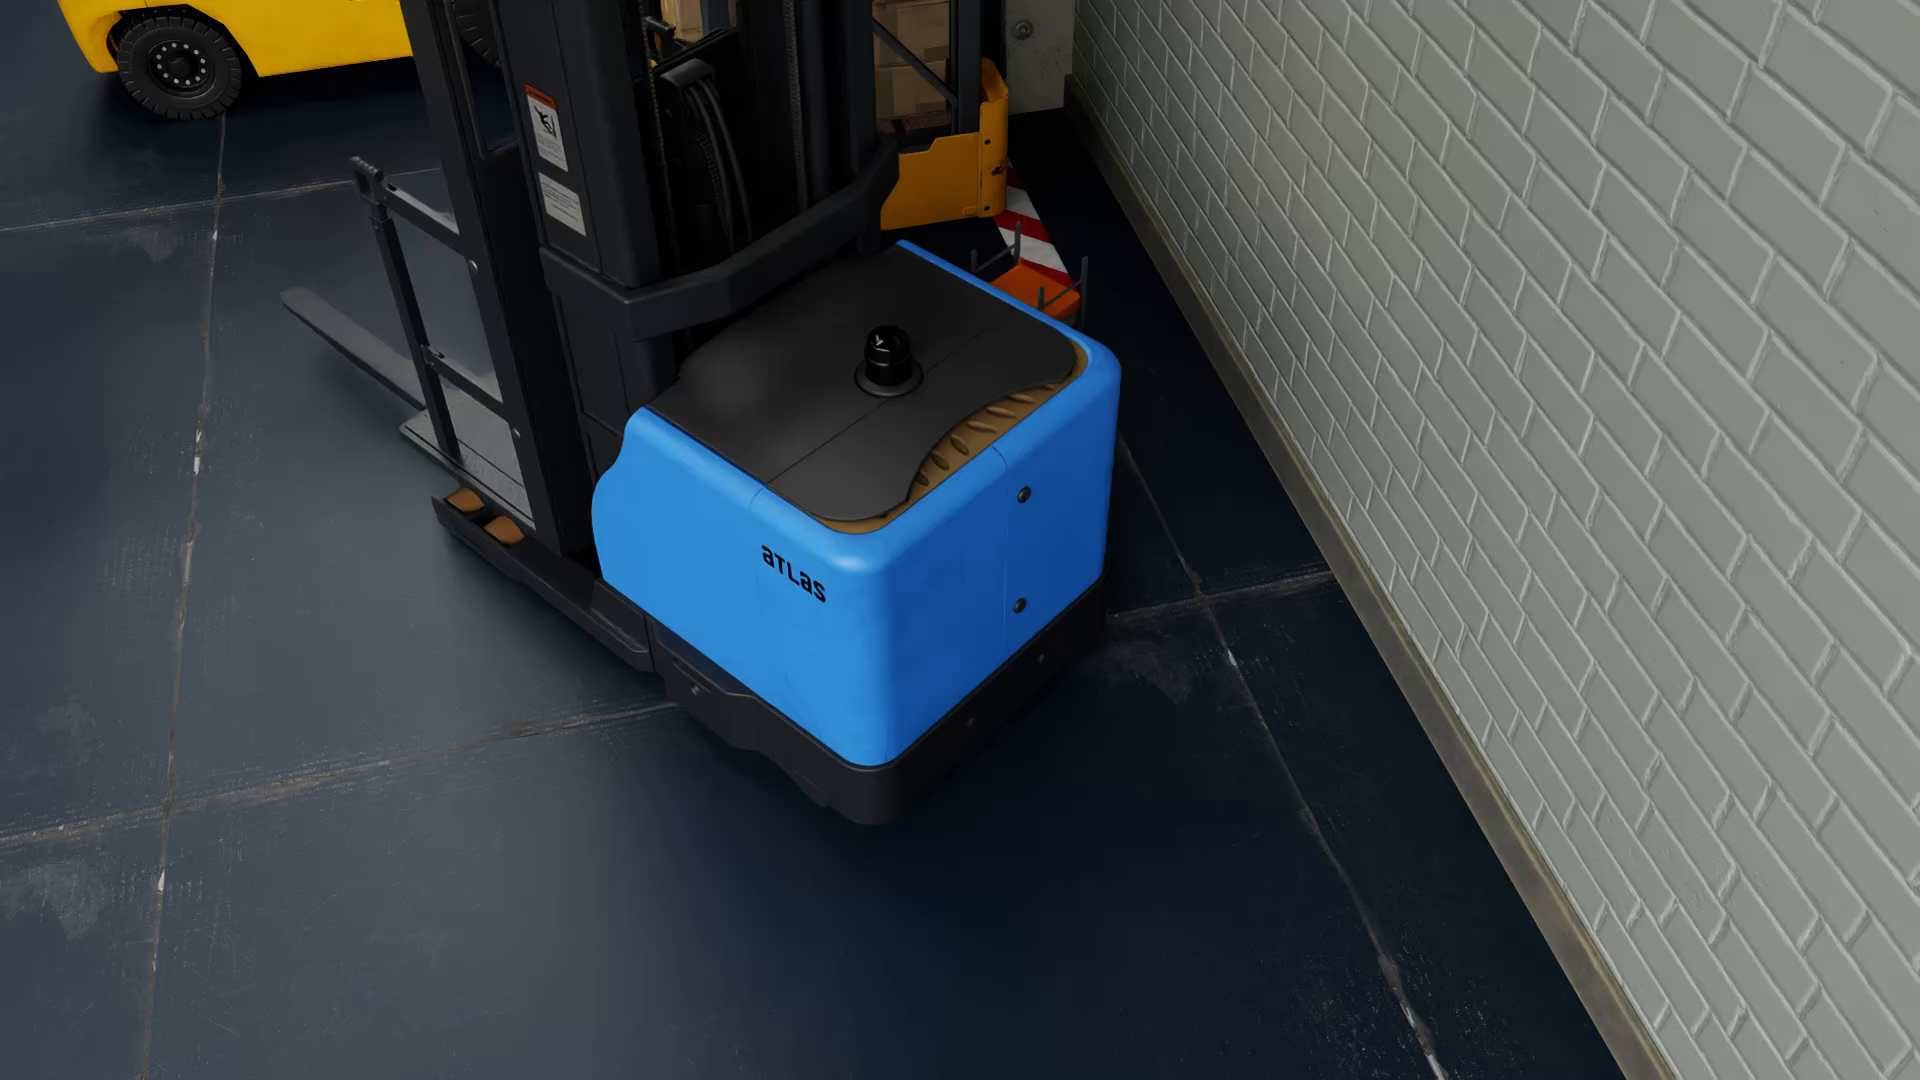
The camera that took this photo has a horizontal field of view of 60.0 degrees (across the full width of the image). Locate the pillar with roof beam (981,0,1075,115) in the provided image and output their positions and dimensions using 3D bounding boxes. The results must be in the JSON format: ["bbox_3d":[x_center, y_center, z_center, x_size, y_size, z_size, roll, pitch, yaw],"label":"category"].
[{"bbox_3d":[-3.888,-4.314,3.177,9.100,9.000,0.400,-11,47,-10],"label":"pillar with roof beam"}]

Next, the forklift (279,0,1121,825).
[{"bbox_3d":[-1.011,-1.185,4.359,3.031,2.935,1.130,32,54,28],"label":"forklift"}]

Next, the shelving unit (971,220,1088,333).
[{"bbox_3d":[0.190,-0.415,4.922,0.252,1.050,0.215,34,54,28],"label":"shelving unit"}]

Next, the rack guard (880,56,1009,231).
[{"bbox_3d":[-0.413,-1.464,6.335,1.175,0.500,0.348,-11,47,-10],"label":"rack guard"}]

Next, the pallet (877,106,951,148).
[{"bbox_3d":[-0.655,-1.900,6.964,1.003,0.211,1.213,-11,47,-10],"label":"pallet"}]

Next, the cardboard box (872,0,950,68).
[{"bbox_3d":[-0.339,-2.078,6.467,0.500,0.250,0.500,-10,46,-10],"label":"cardboard box"}]

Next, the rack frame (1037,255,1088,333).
[{"bbox_3d":[0.279,-0.356,4.864,0.008,1.050,0.200,34,54,28],"label":"rack frame"}]

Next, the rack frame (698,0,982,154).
[{"bbox_3d":[-0.419,-2.355,5.458,1.000,3.000,0.127,-11,47,-10],"label":"rack frame"}]

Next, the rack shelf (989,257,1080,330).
[{"bbox_3d":[0.190,-0.607,4.727,0.240,0.259,0.215,34,54,28],"label":"rack shelf"}]

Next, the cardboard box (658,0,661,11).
[{"bbox_3d":[-1.082,-2.499,7.230,0.500,0.250,0.500,-10,46,-10],"label":"cardboard box"}]

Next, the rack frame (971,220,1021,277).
[{"bbox_3d":[0.100,-0.475,4.980,0.008,1.050,0.200,34,54,28],"label":"rack frame"}]

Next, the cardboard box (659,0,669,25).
[{"bbox_3d":[-0.963,-2.152,6.890,0.500,0.250,0.500,-11,47,-10],"label":"cardboard box"}]

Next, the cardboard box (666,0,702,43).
[{"bbox_3d":[-0.846,-1.994,6.385,0.500,0.250,0.500,-11,47,-11],"label":"cardboard box"}]

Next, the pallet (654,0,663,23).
[{"bbox_3d":[-0.964,-2.740,7.788,1.003,0.211,1.213,-11,47,-10],"label":"pallet"}]

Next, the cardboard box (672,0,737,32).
[{"bbox_3d":[-0.838,-2.151,6.189,0.500,0.250,0.500,-9,46,-9],"label":"cardboard box"}]

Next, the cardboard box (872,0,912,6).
[{"bbox_3d":[-0.359,-2.256,6.292,0.500,0.250,0.500,-11,47,-11],"label":"cardboard box"}]

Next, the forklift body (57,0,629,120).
[{"bbox_3d":[-2.668,-3.034,6.717,2.313,2.155,1.214,-11,47,-10],"label":"forklift body"}]

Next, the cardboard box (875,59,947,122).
[{"bbox_3d":[-0.356,-1.915,6.658,0.500,0.250,0.500,-11,47,-10],"label":"cardboard box"}]
